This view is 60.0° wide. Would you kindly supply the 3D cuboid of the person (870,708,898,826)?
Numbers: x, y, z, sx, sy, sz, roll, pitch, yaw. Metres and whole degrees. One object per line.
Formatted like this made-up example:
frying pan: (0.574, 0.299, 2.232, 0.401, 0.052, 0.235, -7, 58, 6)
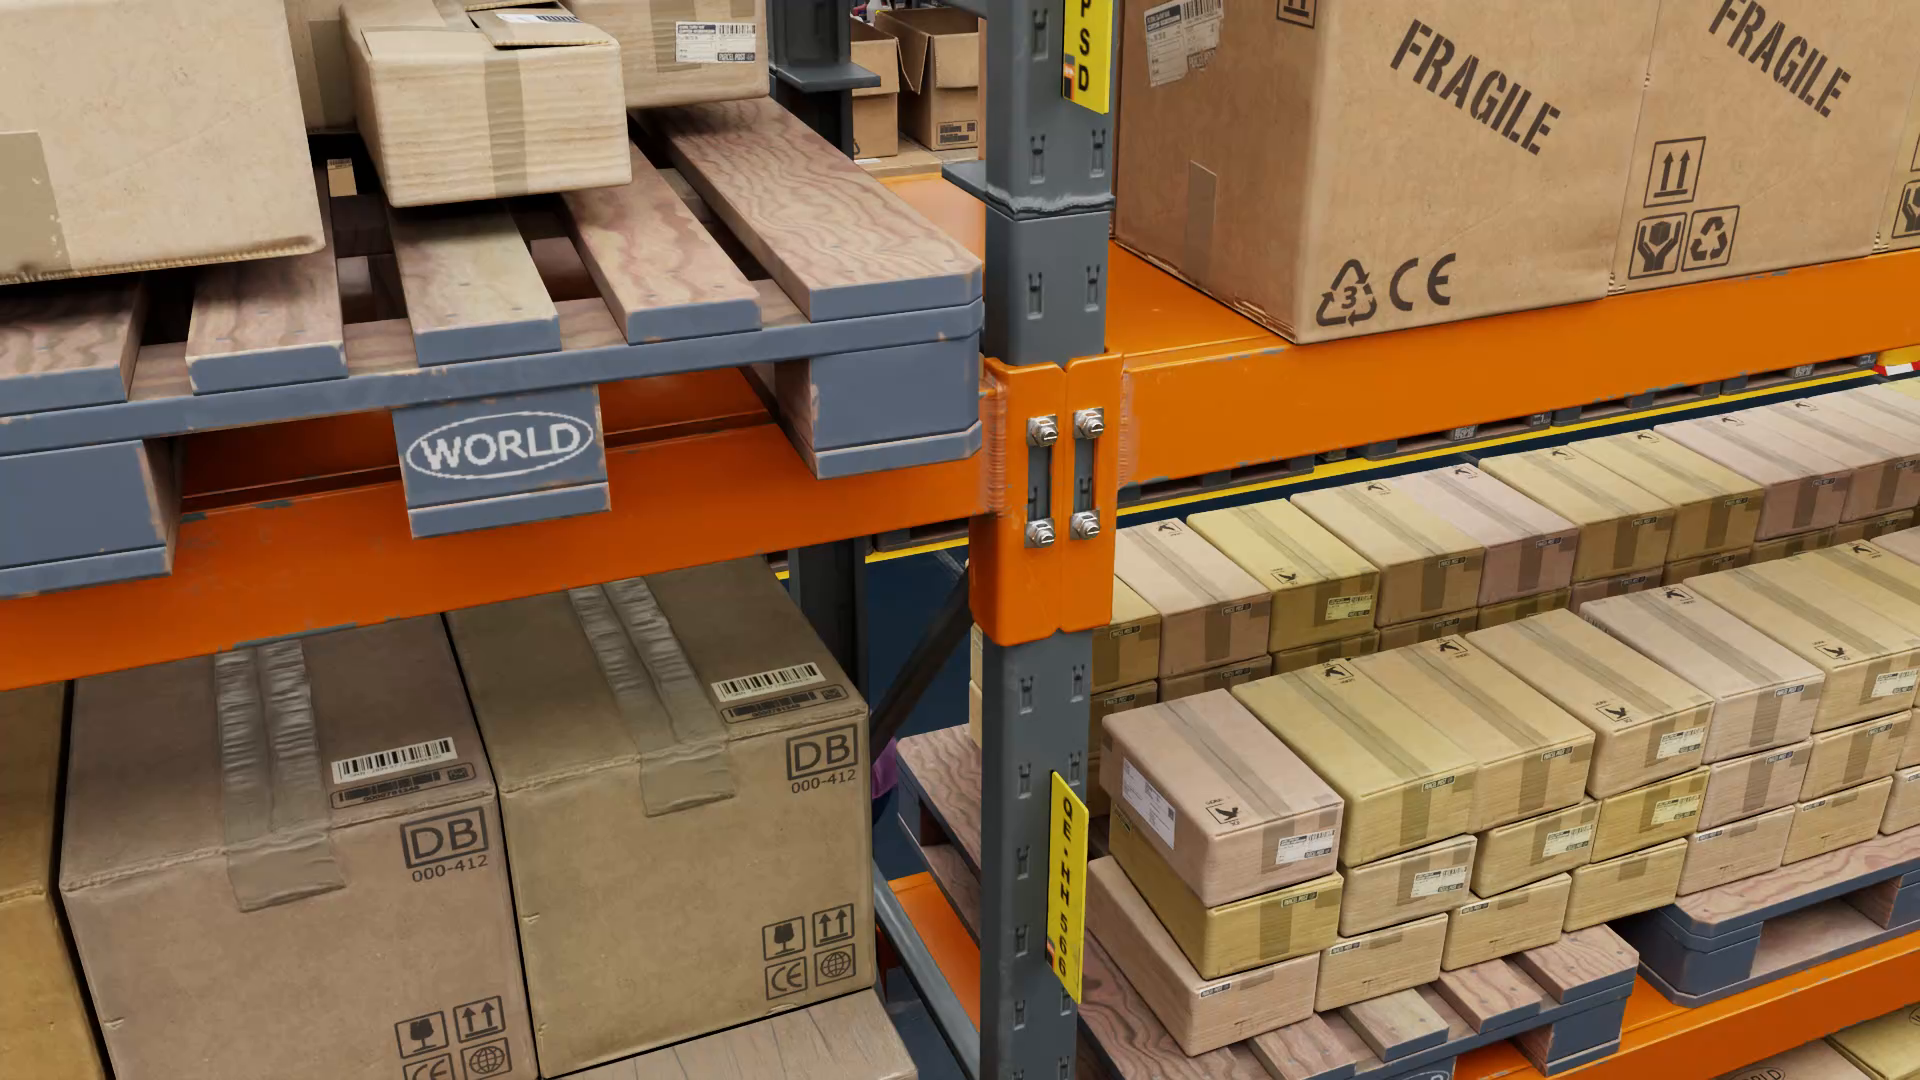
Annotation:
person: (-0.571, 0.909, 4.899, 0.849, 1.056, 0.407, -12, 29, -23)
